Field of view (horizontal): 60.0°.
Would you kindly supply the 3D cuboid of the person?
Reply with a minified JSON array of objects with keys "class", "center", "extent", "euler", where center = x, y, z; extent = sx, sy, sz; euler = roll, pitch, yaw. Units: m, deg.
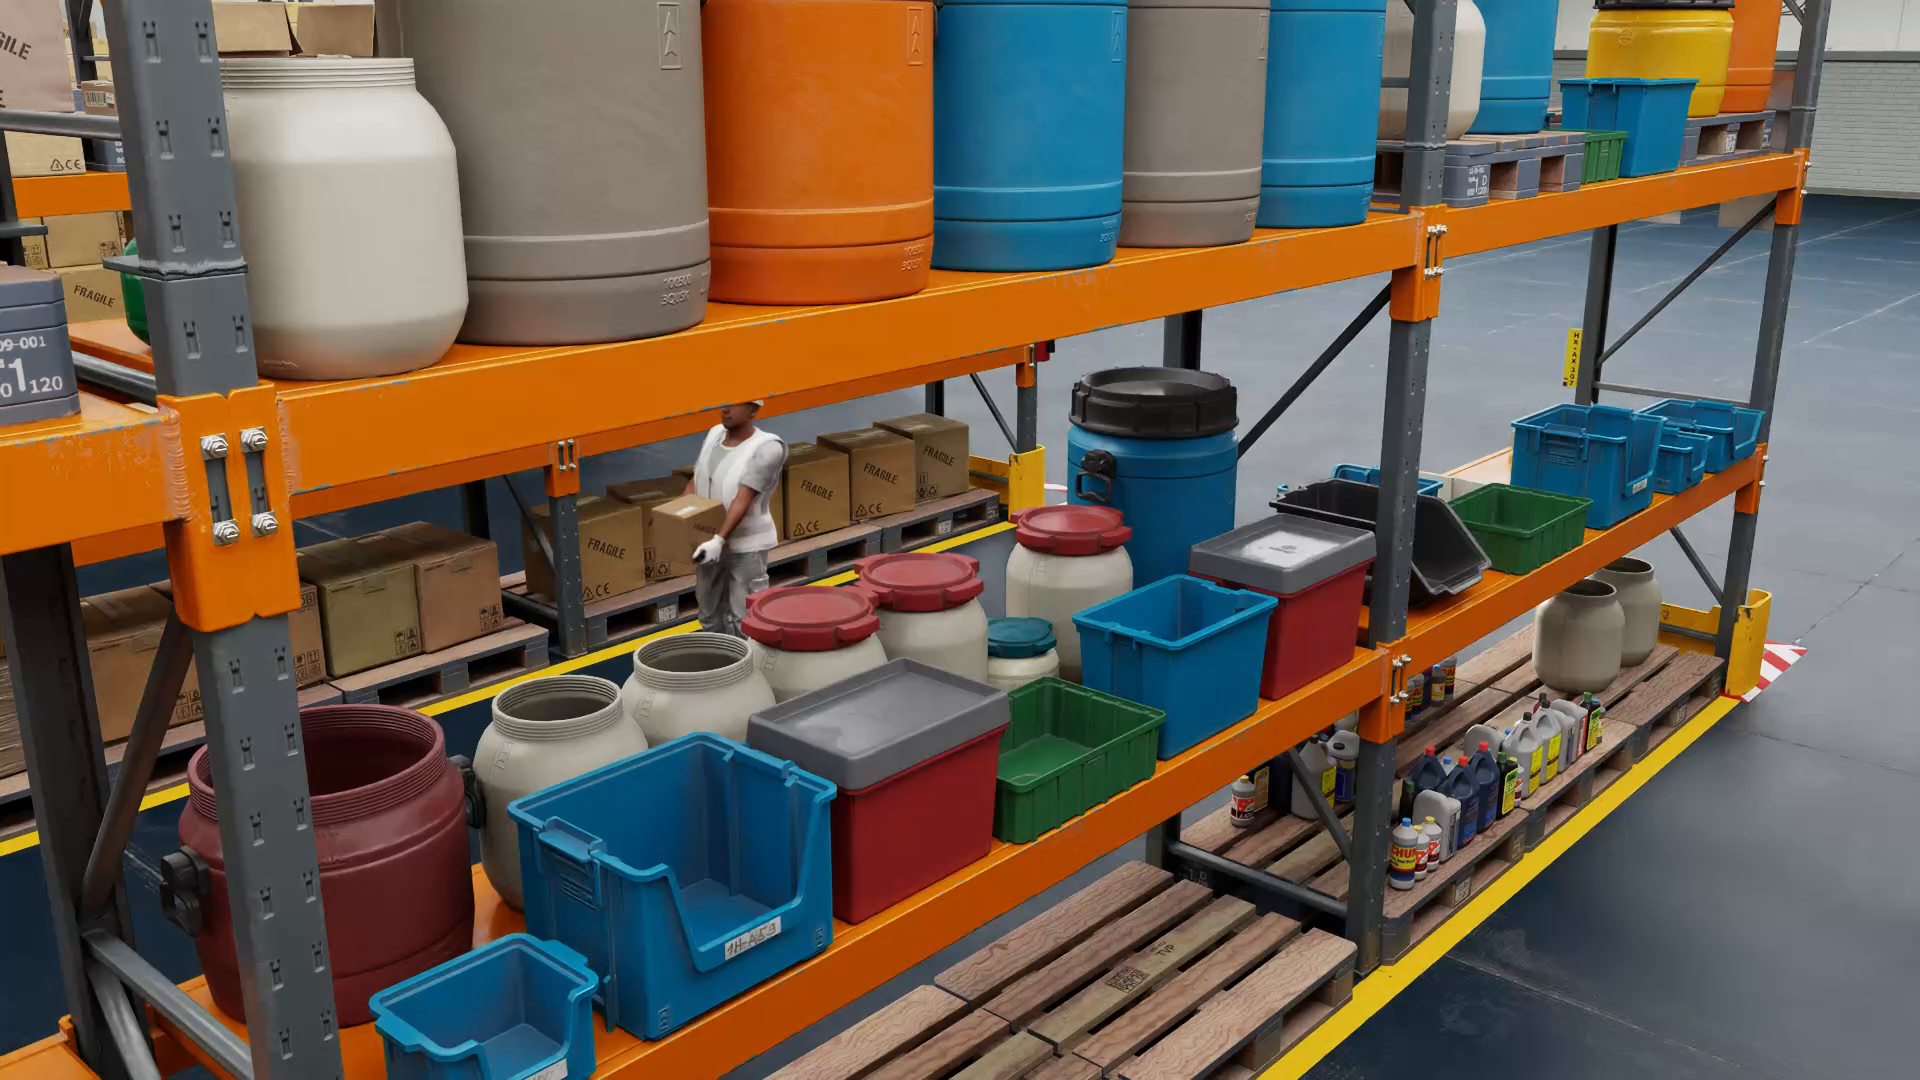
[{"class":"person","center":[-1.185,0.064,8.304],"extent":[0.487,1.778,0.575],"euler":[14,22,40]}]
